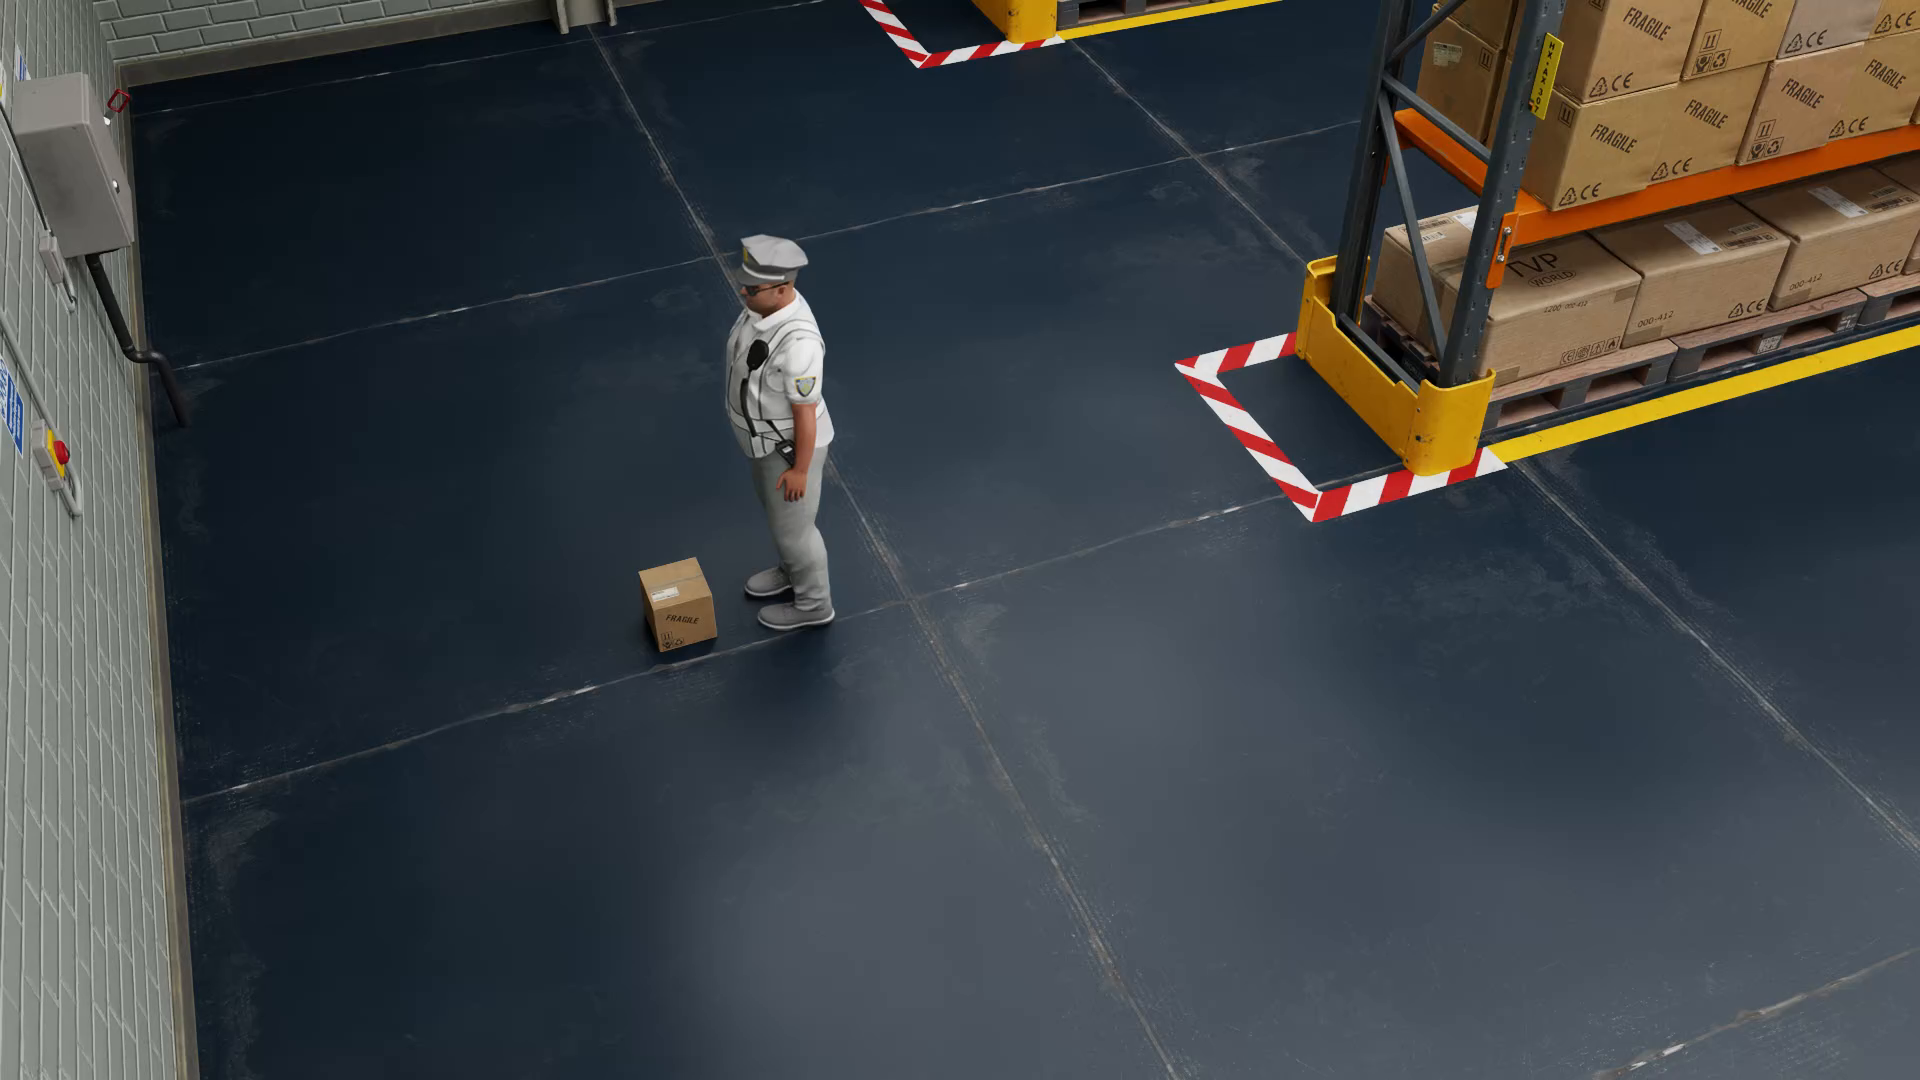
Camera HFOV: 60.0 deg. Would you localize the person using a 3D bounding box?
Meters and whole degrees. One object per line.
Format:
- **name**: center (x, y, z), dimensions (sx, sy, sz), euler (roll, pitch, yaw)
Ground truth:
- **person**: center (-0.716, -0.420, 6.621), dimensions (0.394, 1.769, 0.540), euler (-15, 44, -16)
